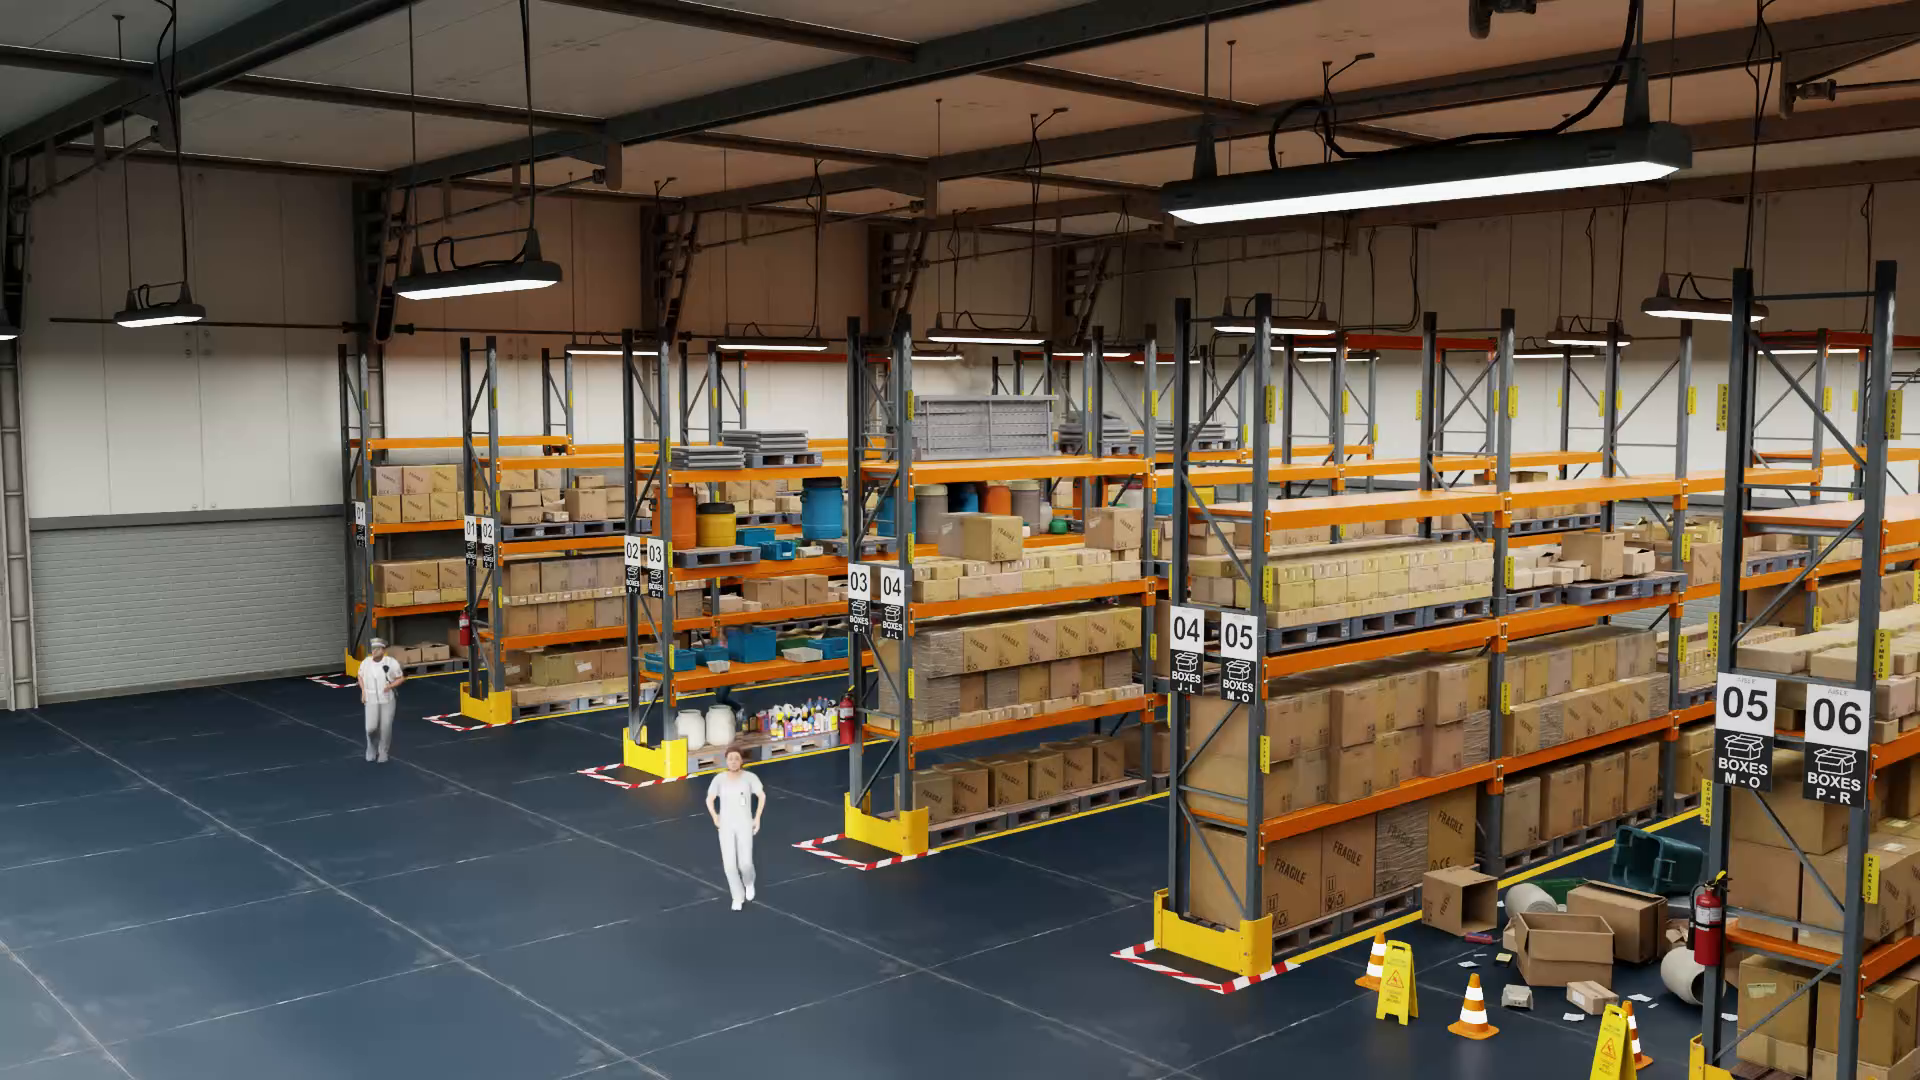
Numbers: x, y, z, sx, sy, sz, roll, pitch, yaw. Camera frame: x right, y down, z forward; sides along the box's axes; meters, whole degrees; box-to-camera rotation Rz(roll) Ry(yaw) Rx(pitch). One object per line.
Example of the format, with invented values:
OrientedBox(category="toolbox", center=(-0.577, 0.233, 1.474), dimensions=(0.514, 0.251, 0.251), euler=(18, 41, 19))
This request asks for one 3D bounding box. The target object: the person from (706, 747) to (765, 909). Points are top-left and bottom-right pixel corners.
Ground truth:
OrientedBox(category="person", center=(-2.243, 2.839, 16.539), dimensions=(0.583, 1.575, 0.493), euler=(0, 5, 0))

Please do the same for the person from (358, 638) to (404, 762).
OrientedBox(category="person", center=(-8.040, 2.227, 23.047), dimensions=(0.639, 1.760, 0.631), euler=(-1, 5, -11))

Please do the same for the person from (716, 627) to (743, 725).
OrientedBox(category="person", center=(-3.603, 2.105, 25.502), dimensions=(0.543, 1.567, 0.530), euler=(4, 7, 38))
